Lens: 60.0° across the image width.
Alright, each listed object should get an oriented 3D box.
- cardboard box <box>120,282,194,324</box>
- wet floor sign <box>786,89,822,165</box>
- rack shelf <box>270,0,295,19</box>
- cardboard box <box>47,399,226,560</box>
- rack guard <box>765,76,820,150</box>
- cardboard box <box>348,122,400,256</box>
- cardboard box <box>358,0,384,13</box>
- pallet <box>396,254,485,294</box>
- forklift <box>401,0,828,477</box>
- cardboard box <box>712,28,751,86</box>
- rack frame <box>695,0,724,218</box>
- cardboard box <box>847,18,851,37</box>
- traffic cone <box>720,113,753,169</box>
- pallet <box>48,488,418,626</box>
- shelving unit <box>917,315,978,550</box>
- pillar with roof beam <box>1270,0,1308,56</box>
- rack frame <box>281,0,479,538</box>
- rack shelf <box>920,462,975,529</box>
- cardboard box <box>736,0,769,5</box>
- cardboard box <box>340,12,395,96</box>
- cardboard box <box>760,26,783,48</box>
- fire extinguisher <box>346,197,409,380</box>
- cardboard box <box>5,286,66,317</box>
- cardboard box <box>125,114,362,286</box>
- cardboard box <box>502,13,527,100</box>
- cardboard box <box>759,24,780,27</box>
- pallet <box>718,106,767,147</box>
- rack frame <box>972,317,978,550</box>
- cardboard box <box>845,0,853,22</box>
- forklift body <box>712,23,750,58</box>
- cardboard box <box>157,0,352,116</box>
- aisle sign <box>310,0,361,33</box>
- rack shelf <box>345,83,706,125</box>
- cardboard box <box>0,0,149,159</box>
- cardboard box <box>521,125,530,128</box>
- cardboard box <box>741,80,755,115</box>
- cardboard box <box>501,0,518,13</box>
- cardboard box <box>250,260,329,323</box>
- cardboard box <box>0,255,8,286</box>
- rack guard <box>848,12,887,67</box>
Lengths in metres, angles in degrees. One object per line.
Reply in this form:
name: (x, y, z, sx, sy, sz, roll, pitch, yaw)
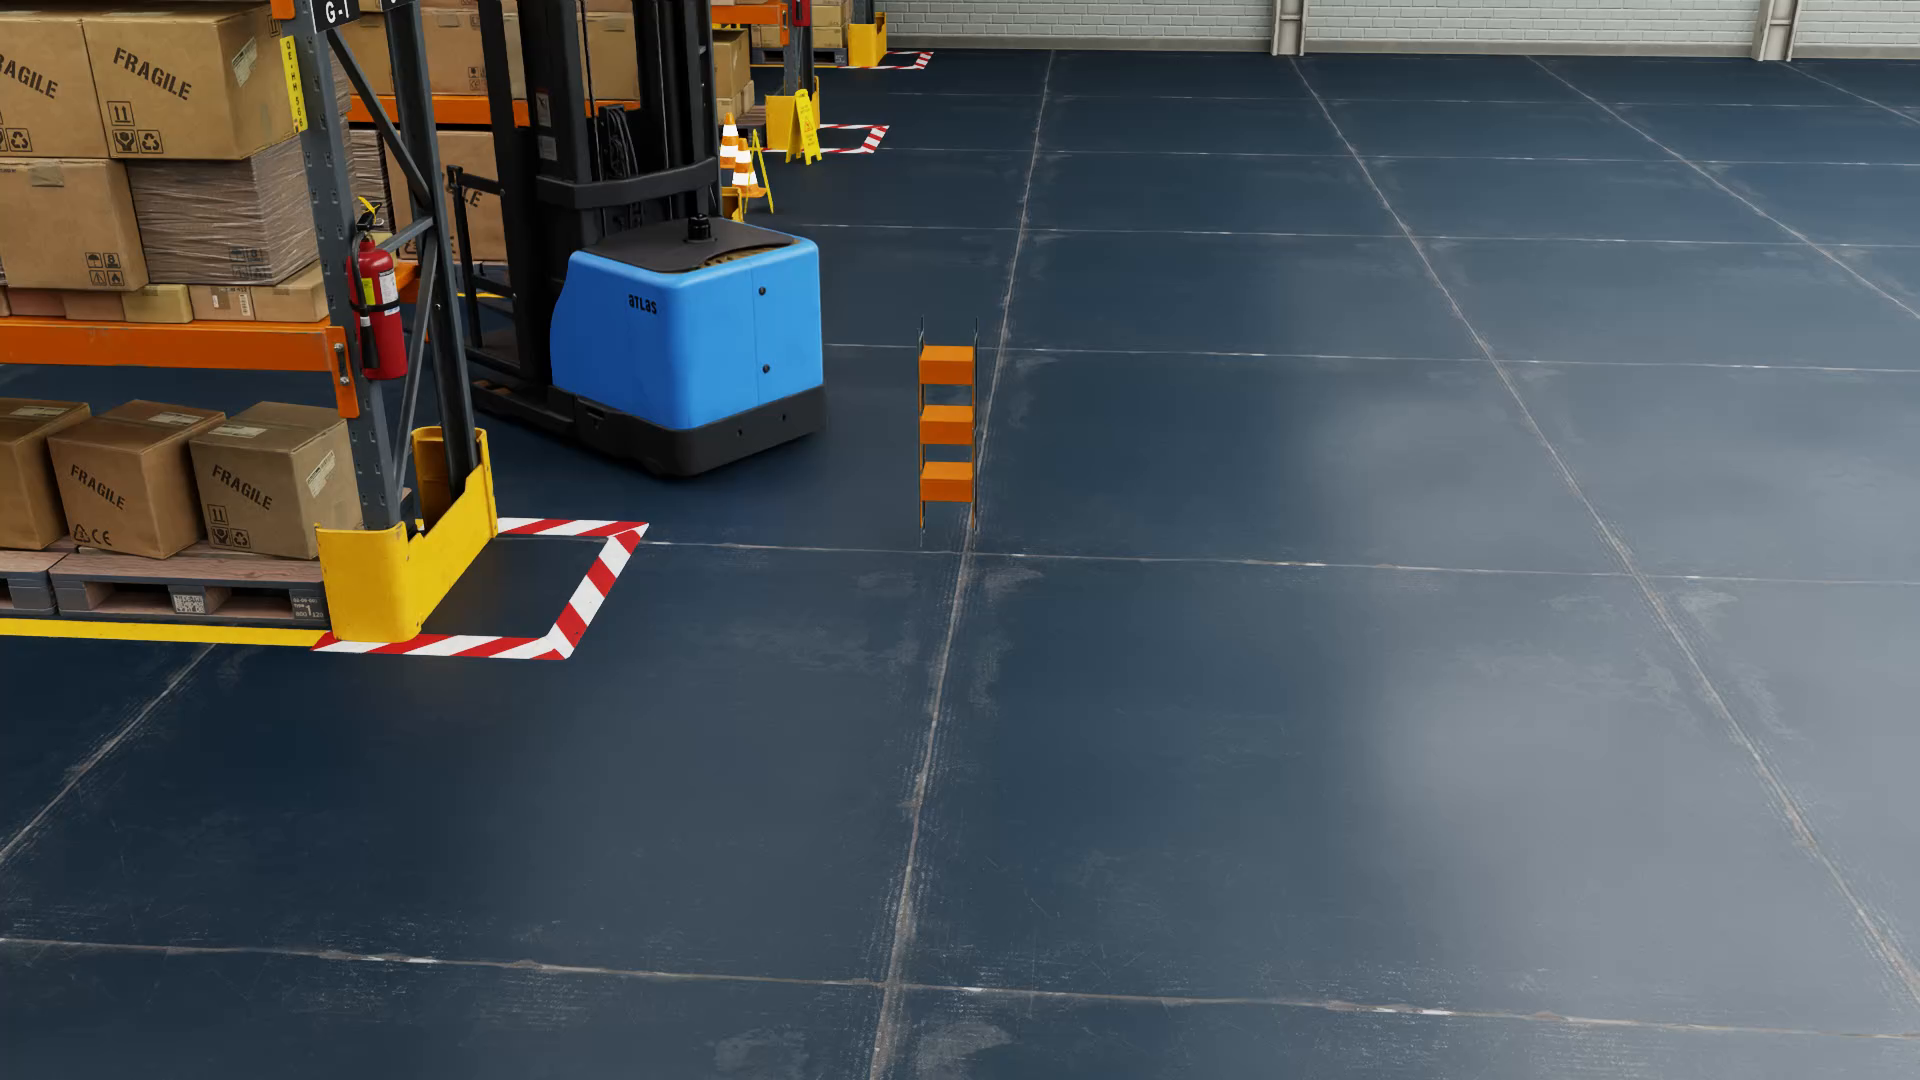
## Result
cardboard box: (-3.112, -0.987, 6.608, 0.250, 0.149, 0.380, 2, 25, 4)
wet floor sign: (-1.444, -3.792, 15.220, 0.232, 0.644, 0.267, 11, 27, 22)
rack shelf: (-4.304, -2.284, 6.396, 4.000, 0.370, 1.077, 2, 25, 4)
cardboard box: (-3.530, -0.271, 7.238, 0.500, 0.500, 0.500, 8, 26, 18)
rack guard: (-1.627, -4.181, 16.238, 0.348, 0.500, 1.175, 2, 25, 4)
cardboard box: (-4.297, -2.525, 11.688, 0.875, 0.875, 0.875, 2, 25, 4)
cardboard box: (-3.838, -3.851, 11.059, 0.500, 0.550, 0.875, 2, 25, 4)
pallet: (-3.846, -2.014, 11.874, 1.213, 0.211, 1.003, 2, 25, 4)
forklift: (-2.144, -2.151, 8.919, 3.031, 2.935, 1.130, 21, 32, 37)
cardboard box: (-2.358, -4.738, 16.348, 0.500, 0.500, 0.500, 1, 25, 2)
rack frame: (-1.829, -3.248, 11.220, 0.127, 3.000, 1.000, 2, 25, 4)
cardboard box: (-1.650, -6.422, 20.905, 0.500, 0.250, 0.500, 2, 25, 4)
traffic cone: (-2.079, -3.638, 15.102, 0.334, 0.463, 0.336, 2, 25, 4)
pallet: (-3.193, 0.040, 7.411, 1.213, 0.211, 1.003, 2, 25, 4)
shelving unit: (-0.053, -0.479, 7.534, 0.252, 1.050, 0.215, 2, 25, 4)
pillar with roof beam: (3.853, -8.520, 15.501, 0.400, 9.000, 9.100, 2, 25, 4)
rack frame: (-2.310, -1.184, 6.734, 0.127, 3.000, 1.000, 2, 25, 4)
rack shelf: (-0.053, -0.217, 7.655, 0.240, 0.259, 0.215, 2, 25, 4)
cardboard box: (-1.941, -5.123, 15.595, 0.250, 0.149, 0.380, 3, 25, 6)
cardboard box: (-3.833, -3.387, 11.344, 0.500, 0.550, 0.875, 2, 25, 4)
cardboard box: (-2.163, -6.228, 20.483, 0.500, 0.250, 0.500, 2, 25, 4)
fire extinguisher: (-2.231, -0.953, 6.325, 0.183, 0.674, 0.296, 2, 25, 4)
cardboard box: (-3.606, -1.027, 6.694, 0.250, 0.149, 0.380, 2, 25, 4)
cardboard box: (-2.856, -1.393, 6.714, 0.500, 0.500, 0.875, 2, 25, 4)
cardboard box: (-2.753, -3.317, 11.191, 0.550, 0.550, 0.875, 2, 25, 4)
cardboard box: (-2.183, -6.458, 20.384, 0.500, 0.250, 0.500, 2, 25, 3)
pallet: (-2.434, -4.090, 16.387, 1.213, 0.211, 1.003, 2, 25, 4)
rack frame: (0.068, -0.475, 7.526, 0.008, 1.050, 0.200, 2, 25, 4)
cardboard box: (-1.628, -6.653, 20.810, 0.500, 0.250, 0.500, 2, 25, 5)
forklift body: (-3.205, -6.298, 18.863, 1.214, 2.155, 2.313, 2, 25, 4)
cardboard box: (-2.837, -1.950, 6.727, 0.500, 0.500, 0.500, 2, 25, 4)
aisle sign: (-2.271, -2.238, 5.914, 0.004, 0.787, 0.394, 2, 25, 4)
rack shelf: (-3.824, -2.985, 11.509, 4.000, 0.370, 1.077, 2, 25, 4)
cardboard box: (-3.376, -1.747, 6.286, 0.500, 0.500, 0.500, 2, 25, 4)
cardboard box: (-2.511, -2.467, 11.563, 0.875, 0.875, 0.875, 2, 25, 4)
cardboard box: (-2.334, -4.397, 16.504, 0.500, 0.250, 0.500, 2, 25, 4)
cardboard box: (-2.752, -3.814, 10.978, 0.550, 0.550, 0.875, 2, 25, 4)
cardboard box: (-2.610, -0.993, 6.619, 0.250, 0.149, 0.380, 2, 25, 4)
cardboard box: (-3.859, -1.393, 6.714, 0.500, 0.500, 0.875, 2, 25, 4)
rack guard: (-1.151, -6.247, 20.727, 0.348, 0.500, 1.175, 2, 25, 4)
